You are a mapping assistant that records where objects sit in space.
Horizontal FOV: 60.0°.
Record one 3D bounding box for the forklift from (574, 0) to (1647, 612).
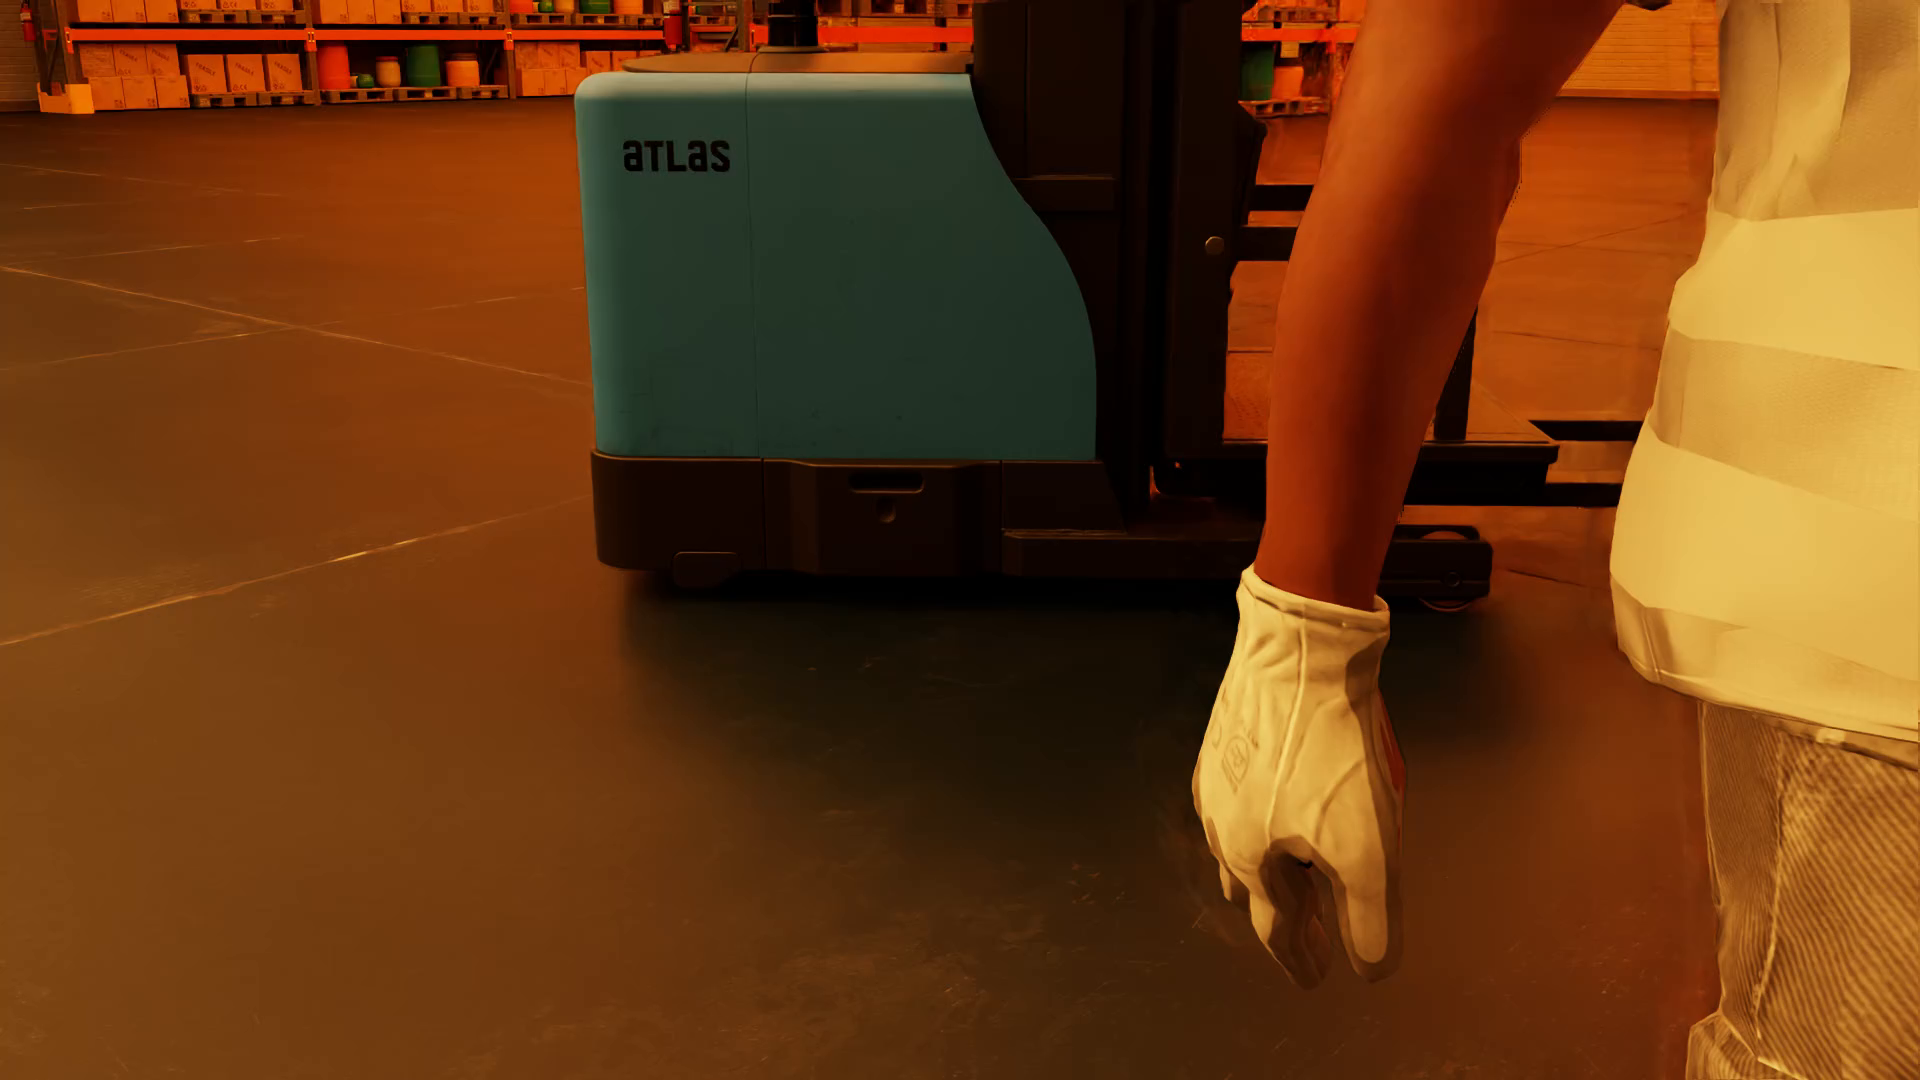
[{"bbox_3d":[0.747,-1.410,3.542,3.031,2.935,1.130,1,17,2],"label":"forklift"}]
